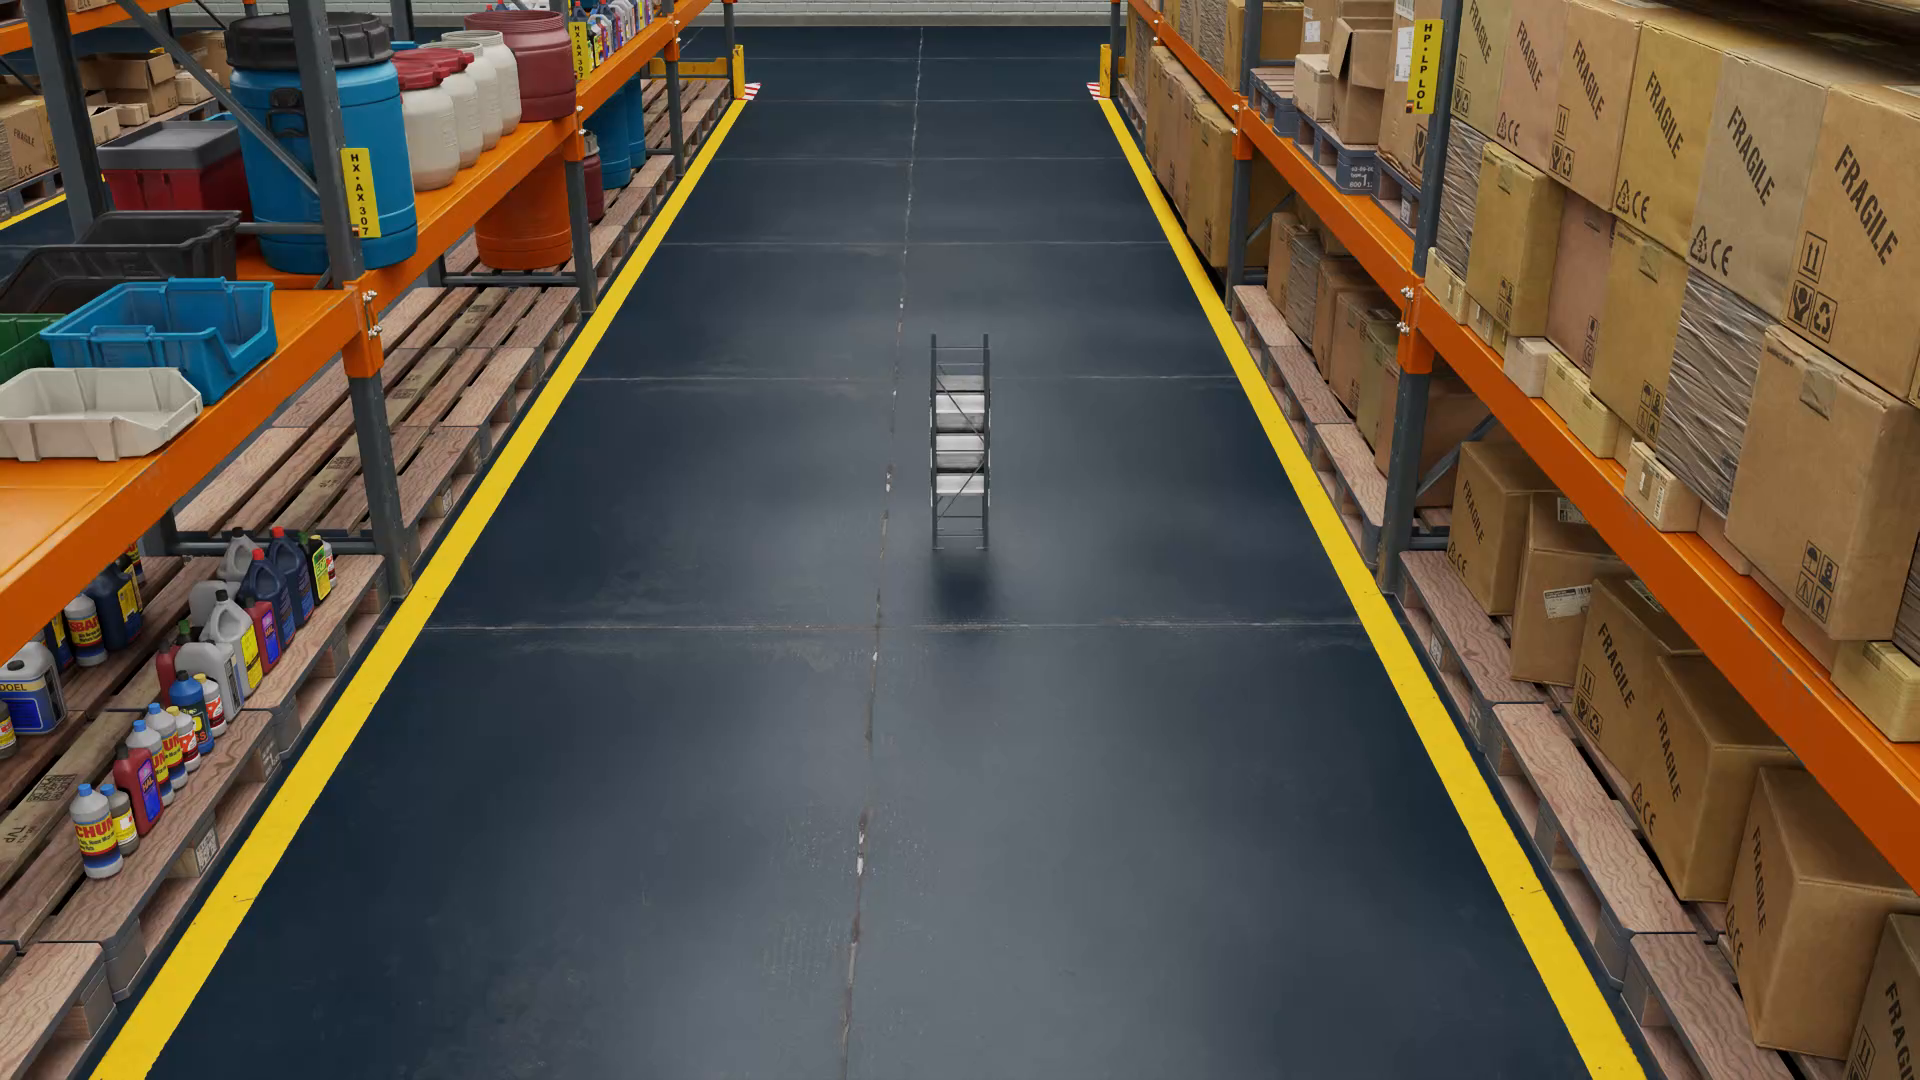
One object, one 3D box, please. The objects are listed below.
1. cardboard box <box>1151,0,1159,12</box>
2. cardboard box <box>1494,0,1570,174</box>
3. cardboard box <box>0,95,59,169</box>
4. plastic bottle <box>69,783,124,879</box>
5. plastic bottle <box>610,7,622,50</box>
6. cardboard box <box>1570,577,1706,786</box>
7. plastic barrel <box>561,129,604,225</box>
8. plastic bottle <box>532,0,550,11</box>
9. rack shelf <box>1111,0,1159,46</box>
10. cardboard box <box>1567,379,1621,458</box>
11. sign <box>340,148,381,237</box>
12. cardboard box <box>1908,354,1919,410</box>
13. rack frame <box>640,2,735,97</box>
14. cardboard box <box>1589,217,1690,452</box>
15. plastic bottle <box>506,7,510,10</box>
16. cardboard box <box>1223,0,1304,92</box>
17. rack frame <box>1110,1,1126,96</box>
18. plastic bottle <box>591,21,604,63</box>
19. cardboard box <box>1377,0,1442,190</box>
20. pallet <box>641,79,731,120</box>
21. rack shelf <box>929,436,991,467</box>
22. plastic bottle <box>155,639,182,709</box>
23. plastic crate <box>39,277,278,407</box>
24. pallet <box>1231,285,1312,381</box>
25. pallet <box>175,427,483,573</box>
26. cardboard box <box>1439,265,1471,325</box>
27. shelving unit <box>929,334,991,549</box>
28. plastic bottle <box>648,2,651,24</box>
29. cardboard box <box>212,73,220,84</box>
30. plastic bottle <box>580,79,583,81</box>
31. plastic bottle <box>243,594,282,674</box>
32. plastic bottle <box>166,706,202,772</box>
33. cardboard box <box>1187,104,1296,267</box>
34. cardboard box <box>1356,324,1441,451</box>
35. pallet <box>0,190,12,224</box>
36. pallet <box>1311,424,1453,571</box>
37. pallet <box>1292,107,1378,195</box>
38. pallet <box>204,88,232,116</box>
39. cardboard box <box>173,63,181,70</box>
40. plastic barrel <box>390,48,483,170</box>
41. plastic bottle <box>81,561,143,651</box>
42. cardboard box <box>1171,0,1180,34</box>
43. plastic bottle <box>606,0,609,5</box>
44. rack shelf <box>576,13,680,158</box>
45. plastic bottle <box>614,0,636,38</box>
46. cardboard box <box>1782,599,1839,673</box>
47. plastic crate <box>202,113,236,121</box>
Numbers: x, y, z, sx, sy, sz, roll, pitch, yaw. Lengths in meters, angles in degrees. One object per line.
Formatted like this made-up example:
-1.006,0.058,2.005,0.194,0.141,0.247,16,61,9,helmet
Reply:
1.795,-4.471,13.801,0.380,0.149,0.250,0,24,0,cardboard box
1.971,-1.409,5.030,0.500,0.500,0.500,0,24,-1,cardboard box
-7.488,-3.278,13.358,0.500,0.500,0.500,0,24,-1,cardboard box
-2.404,0.800,4.619,0.097,0.271,0.097,0,24,0,plastic bottle
-2.438,-3.621,11.757,0.061,0.283,0.133,0,24,-1,plastic bottle
2.277,0.439,5.163,0.500,0.500,0.500,-2,24,-5,cardboard box
-2.818,-2.551,11.666,0.600,0.588,0.708,0,24,-1,plastic barrel
-3.041,-3.810,12.184,0.152,0.276,0.135,0,24,-1,plastic bottle
2.104,-4.958,15.445,1.077,0.370,4.000,0,24,-1,rack shelf
1.944,-0.343,4.673,0.380,0.149,0.250,0,24,-1,cardboard box
-2.189,-1.267,6.075,0.100,0.325,0.005,0,24,-1,sign
2.004,-0.379,2.753,0.500,0.500,0.500,0,24,-1,cardboard box
-2.871,-6.088,17.070,1.000,3.000,0.127,0,24,-1,rack frame
2.197,-0.543,4.327,0.875,0.500,0.500,0,24,-1,cardboard box
-3.216,-3.663,11.866,0.097,0.271,0.097,0,24,0,plastic bottle
1.916,-3.061,10.257,0.500,0.500,0.500,0,24,1,cardboard box
2.082,-6.110,17.119,1.000,3.000,0.127,0,24,-1,rack frame
-2.449,-3.341,11.153,0.097,0.271,0.097,0,24,0,plastic bottle
2.344,-1.958,6.701,1.000,1.000,1.000,0,24,0,cardboard box
-2.900,-4.477,16.893,1.003,0.211,1.213,0,24,-1,pallet
0.000,-0.383,7.086,0.258,0.077,0.200,0,24,-1,rack shelf
-2.547,0.438,5.403,0.061,0.283,0.133,0,24,-1,plastic bottle
-2.456,-0.620,5.162,0.499,0.251,0.616,0,24,-1,plastic crate
2.176,-1.221,9.693,1.003,0.211,1.213,0,24,-1,pallet
-2.787,-0.196,7.427,1.003,0.211,1.213,0,24,-1,pallet
1.904,-0.858,5.811,0.380,0.149,0.250,0,24,-1,cardboard box
0.000,-0.413,7.072,0.258,0.900,0.210,0,24,-1,shelving unit
-2.471,-4.140,13.005,0.097,0.201,0.097,0,24,0,plastic bottle
-7.657,-4.586,16.655,0.380,0.166,0.250,0,24,-1,cardboard box
-2.423,-3.053,10.503,0.061,0.283,0.133,0,24,-1,plastic bottle
-2.399,0.304,5.699,0.061,0.283,0.133,1,24,3,plastic bottle
-2.410,0.608,5.127,0.097,0.201,0.097,0,24,0,plastic bottle
2.183,-2.321,10.811,1.225,0.875,0.875,-1,24,-3,cardboard box
2.242,-0.676,7.605,0.700,0.500,0.500,0,24,-1,cardboard box
-7.717,-2.309,12.100,1.003,0.211,1.213,0,24,-1,pallet
2.203,-0.215,7.470,1.003,0.211,1.213,0,24,-1,pallet
2.232,-1.911,8.067,1.003,0.211,1.213,0,24,-1,pallet
-7.813,-4.436,16.803,1.003,0.211,1.213,0,24,-1,pallet
-8.096,-4.583,16.546,0.500,0.250,0.500,0,24,-1,cardboard box
-2.543,-2.081,8.046,0.433,0.535,0.433,0,24,0,plastic barrel
-3.002,0.197,5.854,0.144,0.351,0.185,0,24,-1,plastic bottle
1.887,-4.109,12.575,0.500,0.500,0.500,0,24,0,cardboard box
-2.614,-3.853,12.286,0.097,0.271,0.097,0,24,0,plastic bottle
-2.805,-3.288,11.752,1.077,0.370,4.000,0,24,-1,rack shelf
-2.490,-3.864,12.303,0.152,0.276,0.135,0,24,-1,plastic bottle
2.004,0.172,3.534,0.380,0.149,0.250,0,24,-1,cardboard box
-3.063,-1.589,7.142,0.392,0.384,0.575,0,24,-1,plastic crate
